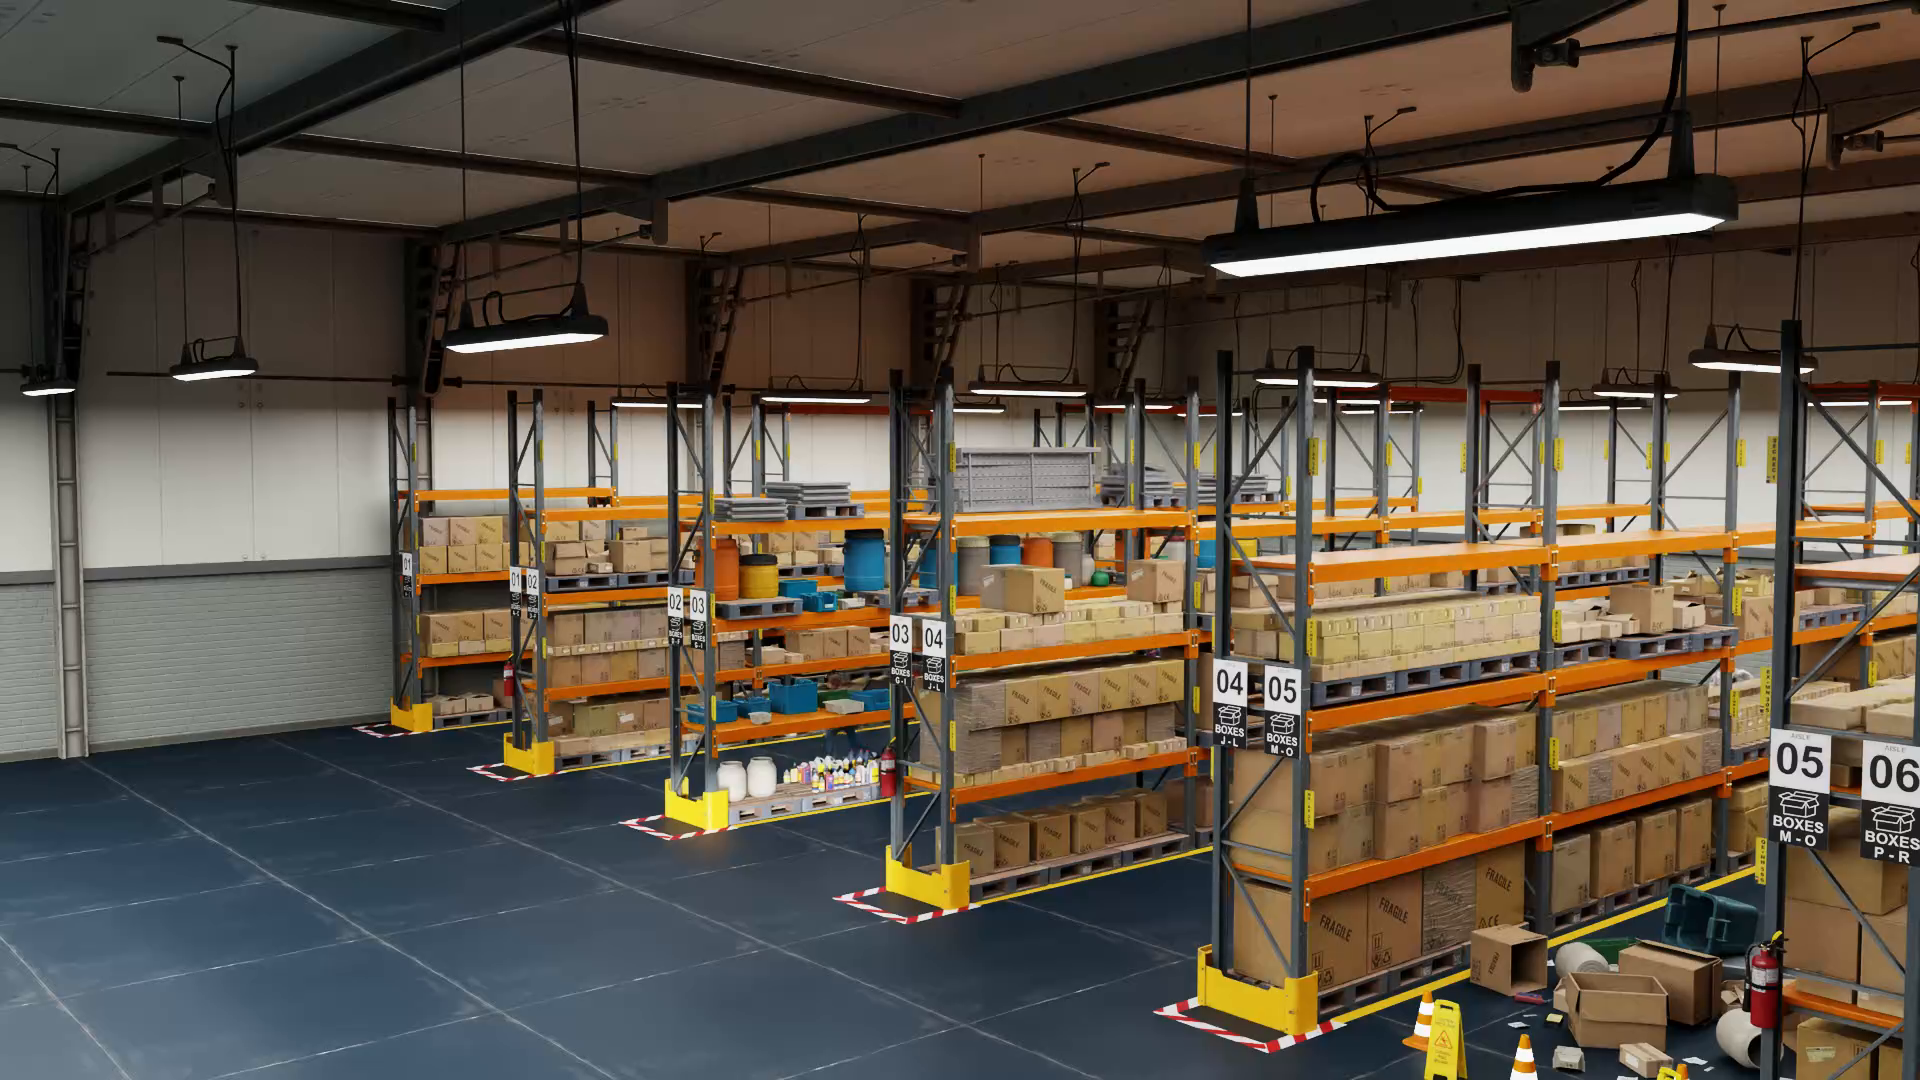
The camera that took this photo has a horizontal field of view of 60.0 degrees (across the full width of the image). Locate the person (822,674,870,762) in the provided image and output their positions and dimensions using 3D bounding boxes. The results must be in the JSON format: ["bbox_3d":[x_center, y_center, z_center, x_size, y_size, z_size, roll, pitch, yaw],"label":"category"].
[{"bbox_3d":[-1.824,2.850,26.170,0.929,1.505,0.497,-1,4,-20],"label":"person"}]

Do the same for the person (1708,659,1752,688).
[{"bbox_3d":[12.882,2.762,27.834,0.640,1.662,0.890,3,4,37],"label":"person"}]
